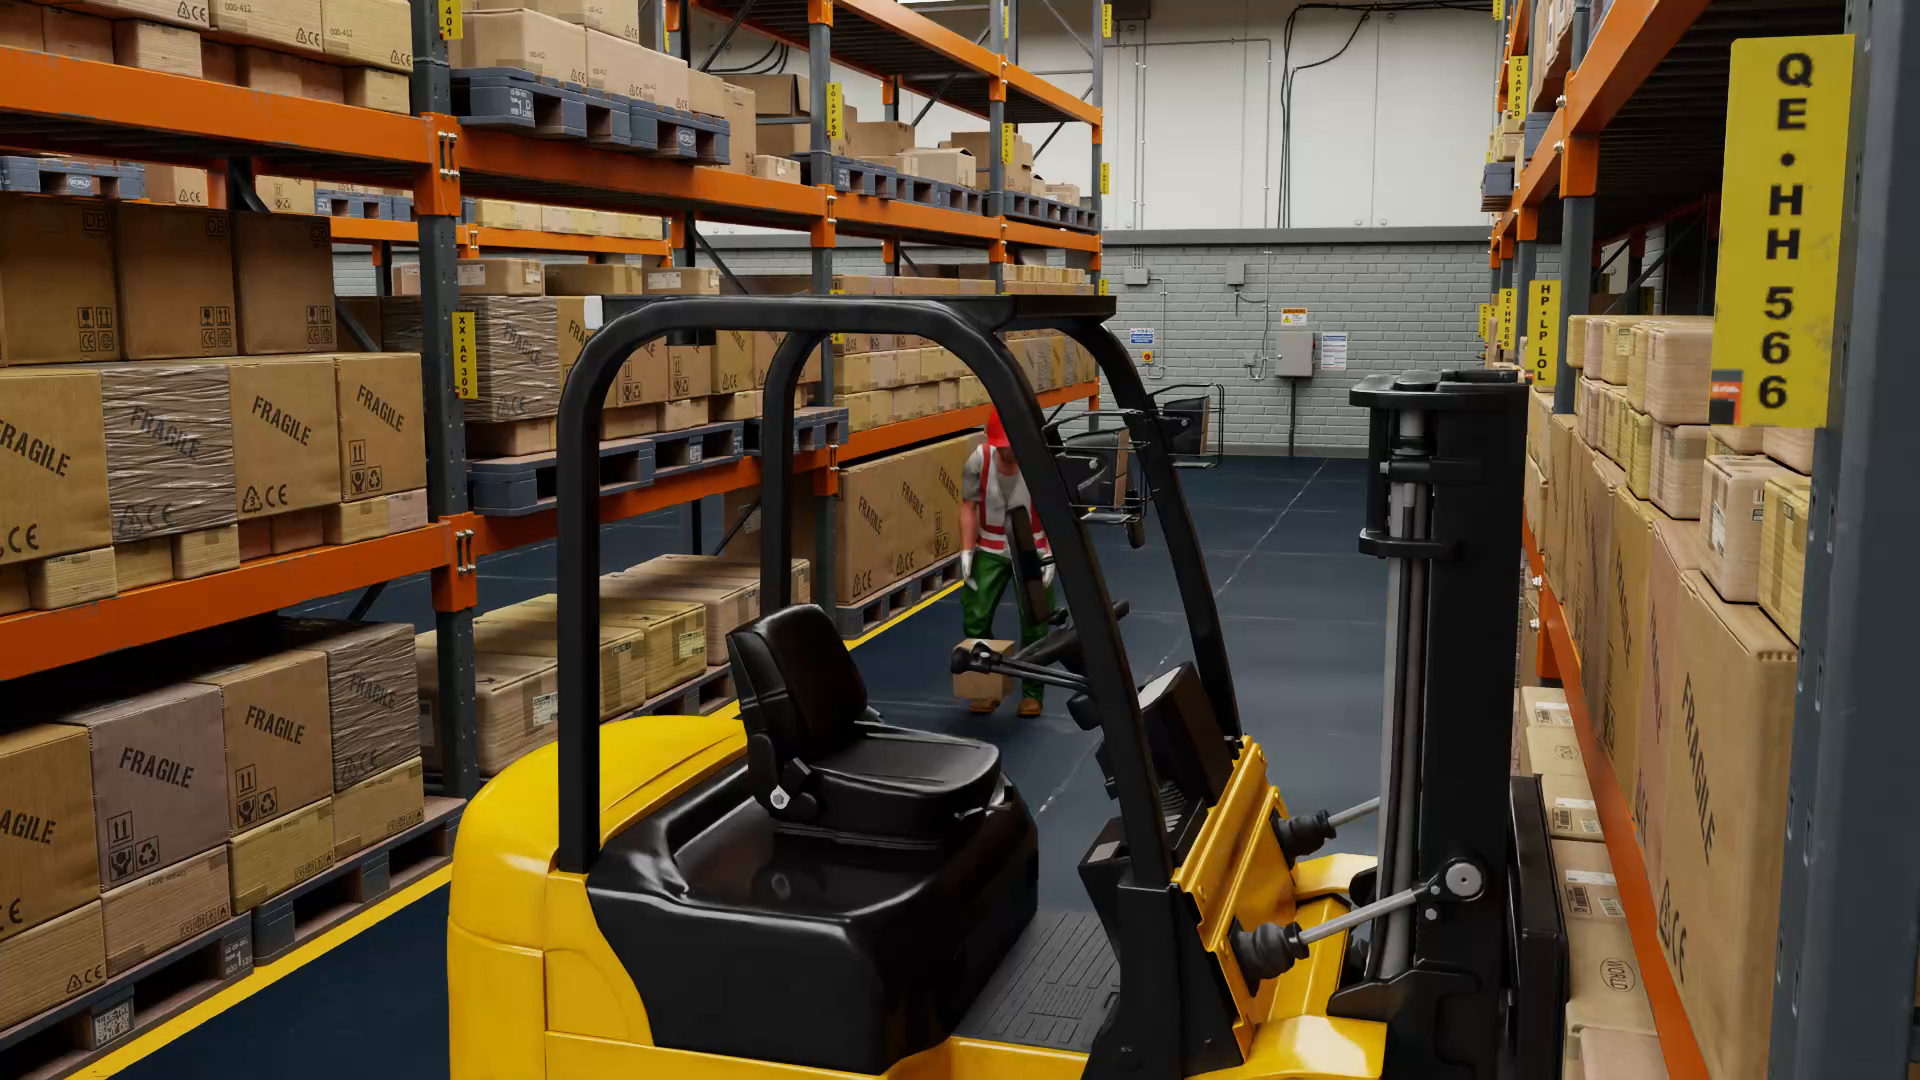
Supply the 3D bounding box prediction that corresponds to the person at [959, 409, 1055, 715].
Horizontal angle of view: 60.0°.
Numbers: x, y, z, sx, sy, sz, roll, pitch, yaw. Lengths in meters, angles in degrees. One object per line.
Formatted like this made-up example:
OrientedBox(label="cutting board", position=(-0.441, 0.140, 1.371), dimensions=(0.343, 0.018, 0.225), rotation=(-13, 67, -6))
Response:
OrientedBox(label="person", position=(0.279, 0.102, 8.611), dimensions=(0.568, 1.627, 0.602), rotation=(3, 9, 17))
